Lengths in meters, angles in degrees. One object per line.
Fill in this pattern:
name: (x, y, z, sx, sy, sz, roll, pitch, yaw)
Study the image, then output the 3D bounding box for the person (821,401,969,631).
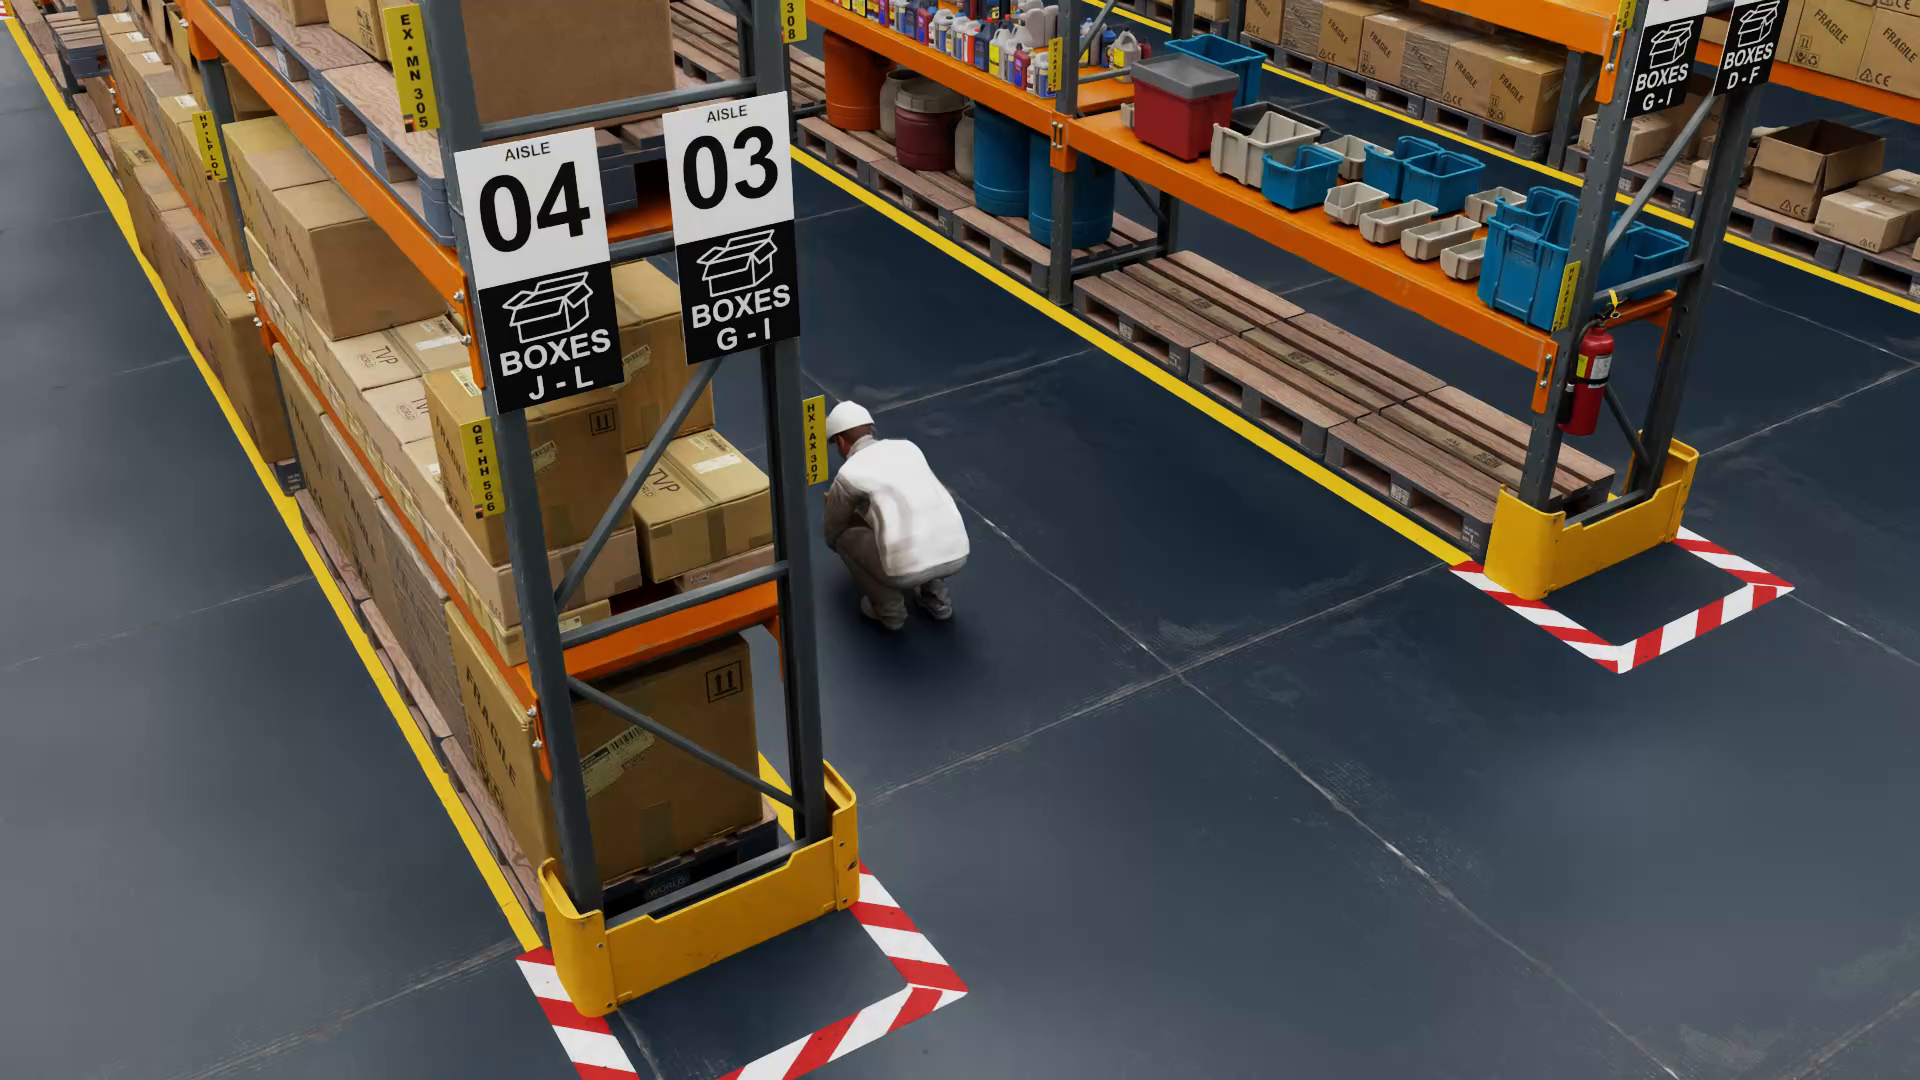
person: (-0.332, -0.105, 8.001, 0.541, 1.007, 0.858, -19, 37, -27)
